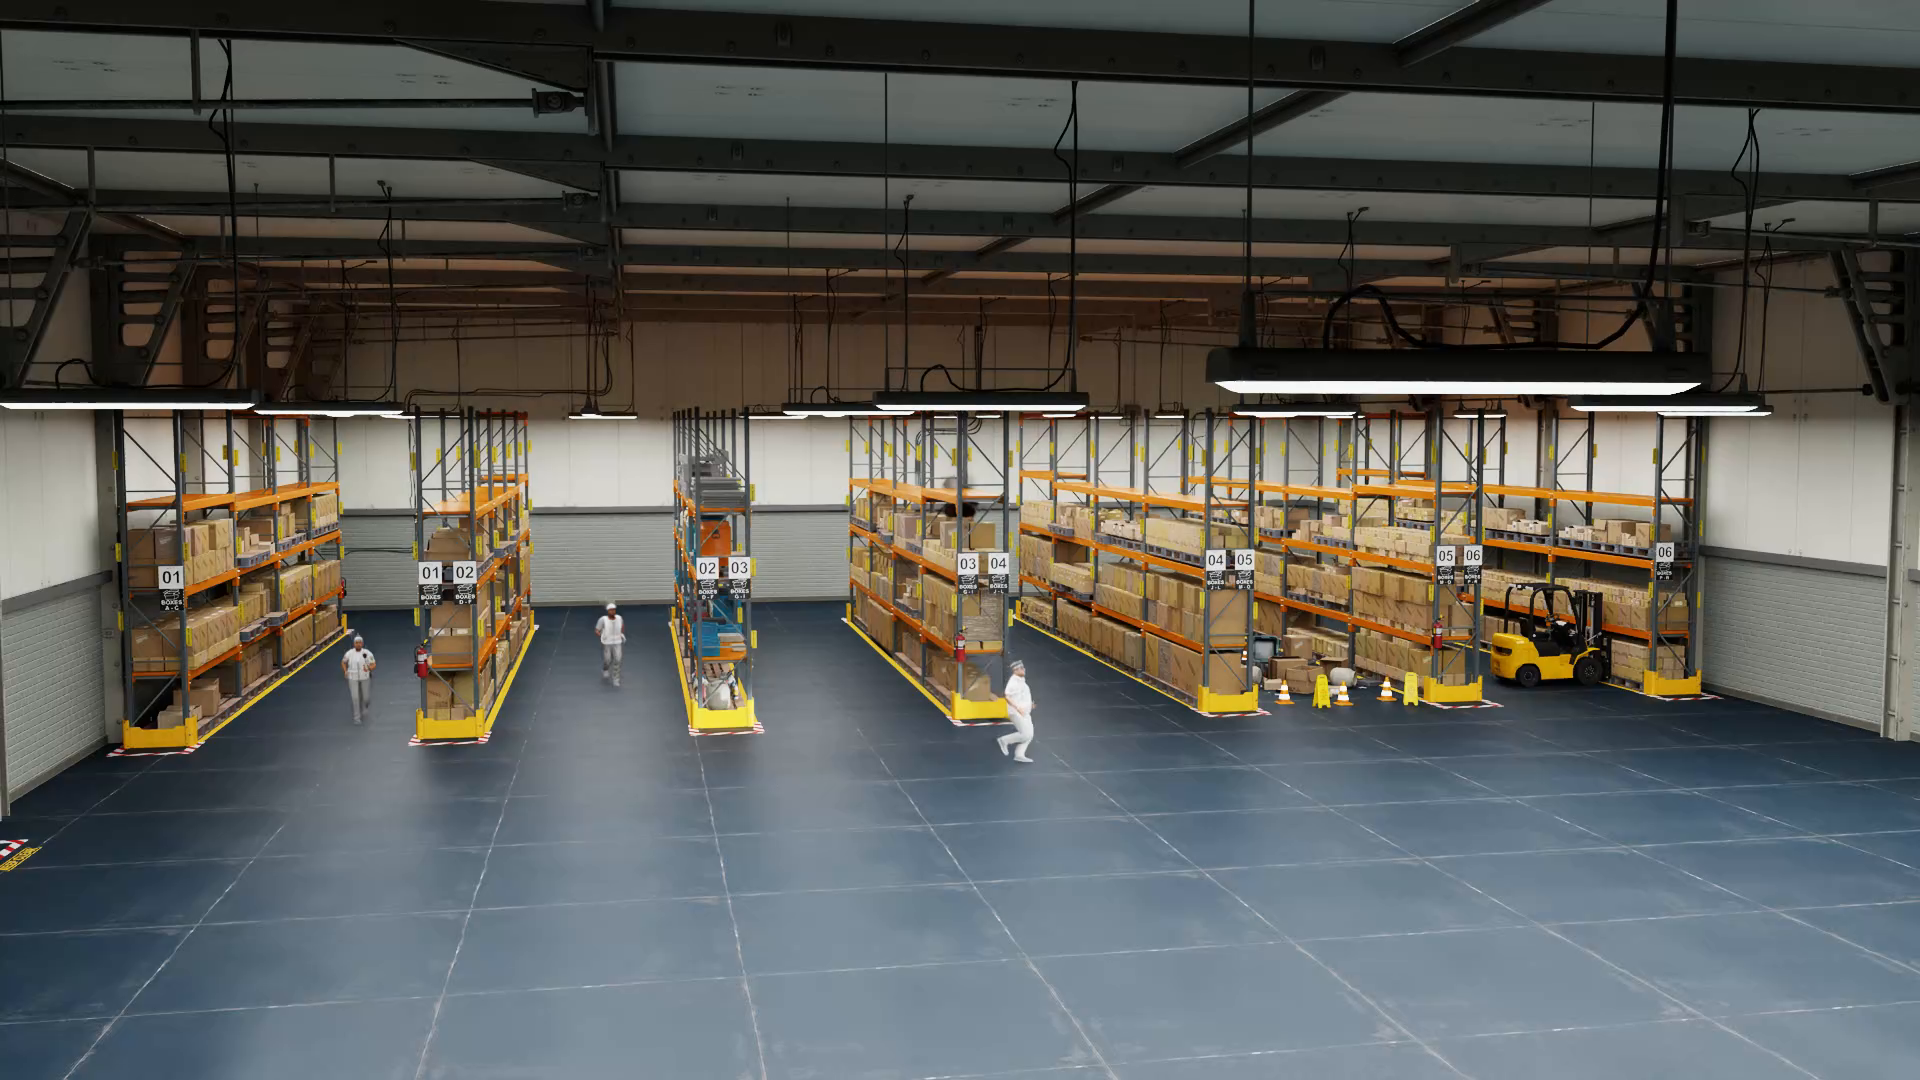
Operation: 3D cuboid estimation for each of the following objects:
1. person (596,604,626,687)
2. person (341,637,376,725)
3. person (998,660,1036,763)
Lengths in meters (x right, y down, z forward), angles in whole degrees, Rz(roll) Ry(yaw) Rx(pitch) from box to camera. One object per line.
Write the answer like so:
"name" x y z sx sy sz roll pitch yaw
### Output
"person" -7.593 2.270 36.215 0.678 1.784 0.928 -2 5 -26
"person" -11.460 2.652 31.682 0.605 1.634 0.823 -1 4 -20
"person" 0.958 2.872 27.964 0.602 1.742 0.664 1 4 15
